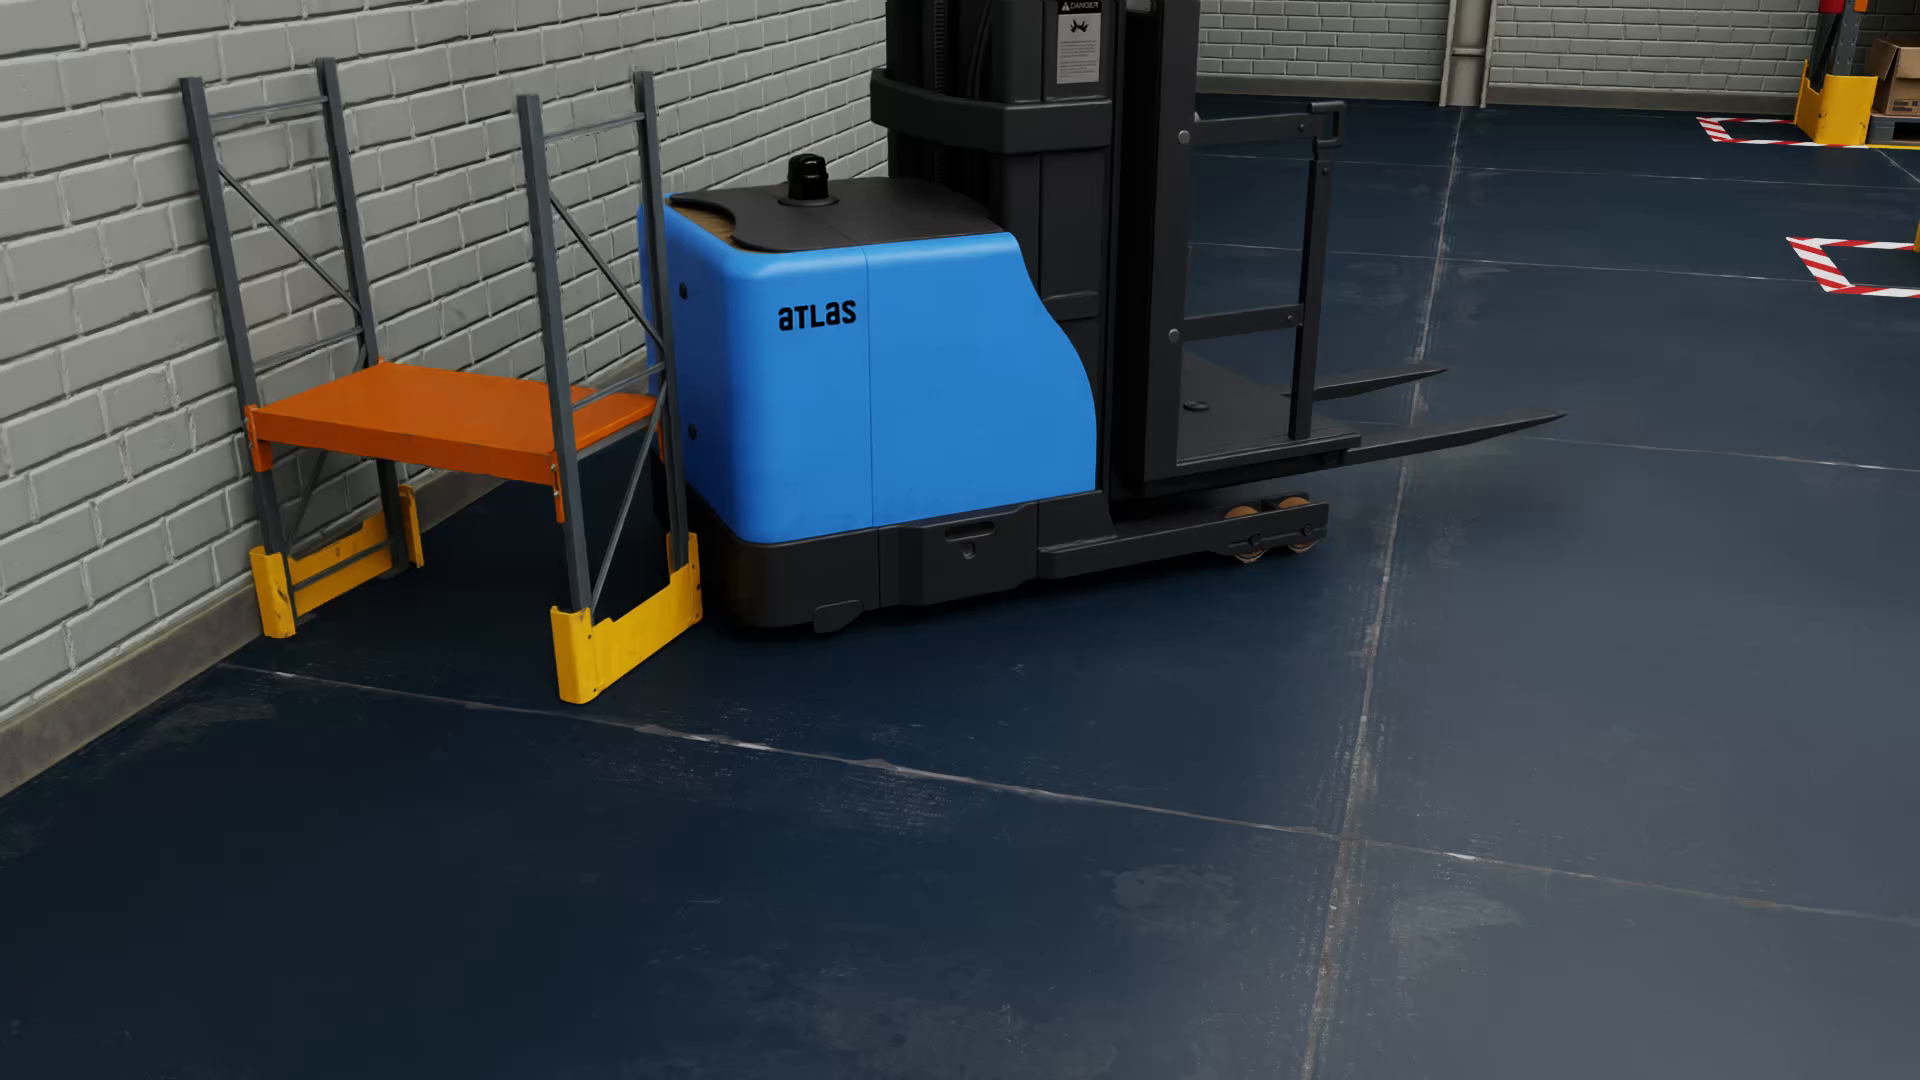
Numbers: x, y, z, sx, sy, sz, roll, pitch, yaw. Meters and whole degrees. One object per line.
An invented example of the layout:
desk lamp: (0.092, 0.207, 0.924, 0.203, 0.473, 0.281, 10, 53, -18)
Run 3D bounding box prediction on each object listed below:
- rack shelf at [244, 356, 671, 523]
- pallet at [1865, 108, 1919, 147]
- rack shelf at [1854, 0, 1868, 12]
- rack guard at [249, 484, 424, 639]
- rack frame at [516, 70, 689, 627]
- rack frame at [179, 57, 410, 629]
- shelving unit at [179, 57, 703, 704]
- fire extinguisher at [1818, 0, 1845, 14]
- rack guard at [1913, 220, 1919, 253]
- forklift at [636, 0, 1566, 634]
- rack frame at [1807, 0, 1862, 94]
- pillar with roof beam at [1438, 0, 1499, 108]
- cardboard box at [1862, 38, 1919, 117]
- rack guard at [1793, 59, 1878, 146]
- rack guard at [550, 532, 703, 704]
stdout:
rack shelf: (-1.329, -0.287, 4.450, 1.000, 0.185, 0.538, 9, 24, 22)
pallet: (7.562, -3.196, 12.783, 1.213, 0.211, 1.003, 7, 23, 16)
rack shelf: (8.640, -4.029, 12.089, 4.000, 0.370, 1.077, 7, 23, 16)
rack guard: (-1.788, 0.053, 4.808, 0.087, 0.250, 0.587, 9, 24, 22)
rack frame: (-0.866, -0.381, 4.190, 0.032, 1.500, 0.500, 9, 24, 22)
rack frame: (-1.796, -0.526, 4.573, 0.032, 1.500, 0.500, 9, 24, 22)
shelving unit: (-1.339, -0.455, 4.385, 1.083, 1.500, 0.587, 9, 24, 22)
fire extinguisher: (6.451, -4.221, 12.202, 0.183, 0.674, 0.296, 7, 23, 16)
rack guard: (5.272, -1.624, 8.570, 0.348, 0.500, 1.175, 7, 23, 16)
forklift: (0.586, -1.461, 4.969, 3.031, 2.935, 1.130, -10, 24, -23)
rack frame: (6.725, -4.581, 12.487, 0.127, 3.000, 1.000, 7, 23, 16)
pillar with roof beam: (3.161, -6.416, 9.054, 0.400, 9.000, 9.100, 7, 23, 16)
cardboard box: (7.284, -3.519, 12.633, 0.637, 0.503, 0.797, 6, 23, 13)
rack guard: (6.798, -3.417, 12.941, 0.348, 0.500, 1.175, 7, 23, 16)
rack guard: (-0.877, 0.195, 4.434, 0.087, 0.250, 0.587, 9, 24, 22)
